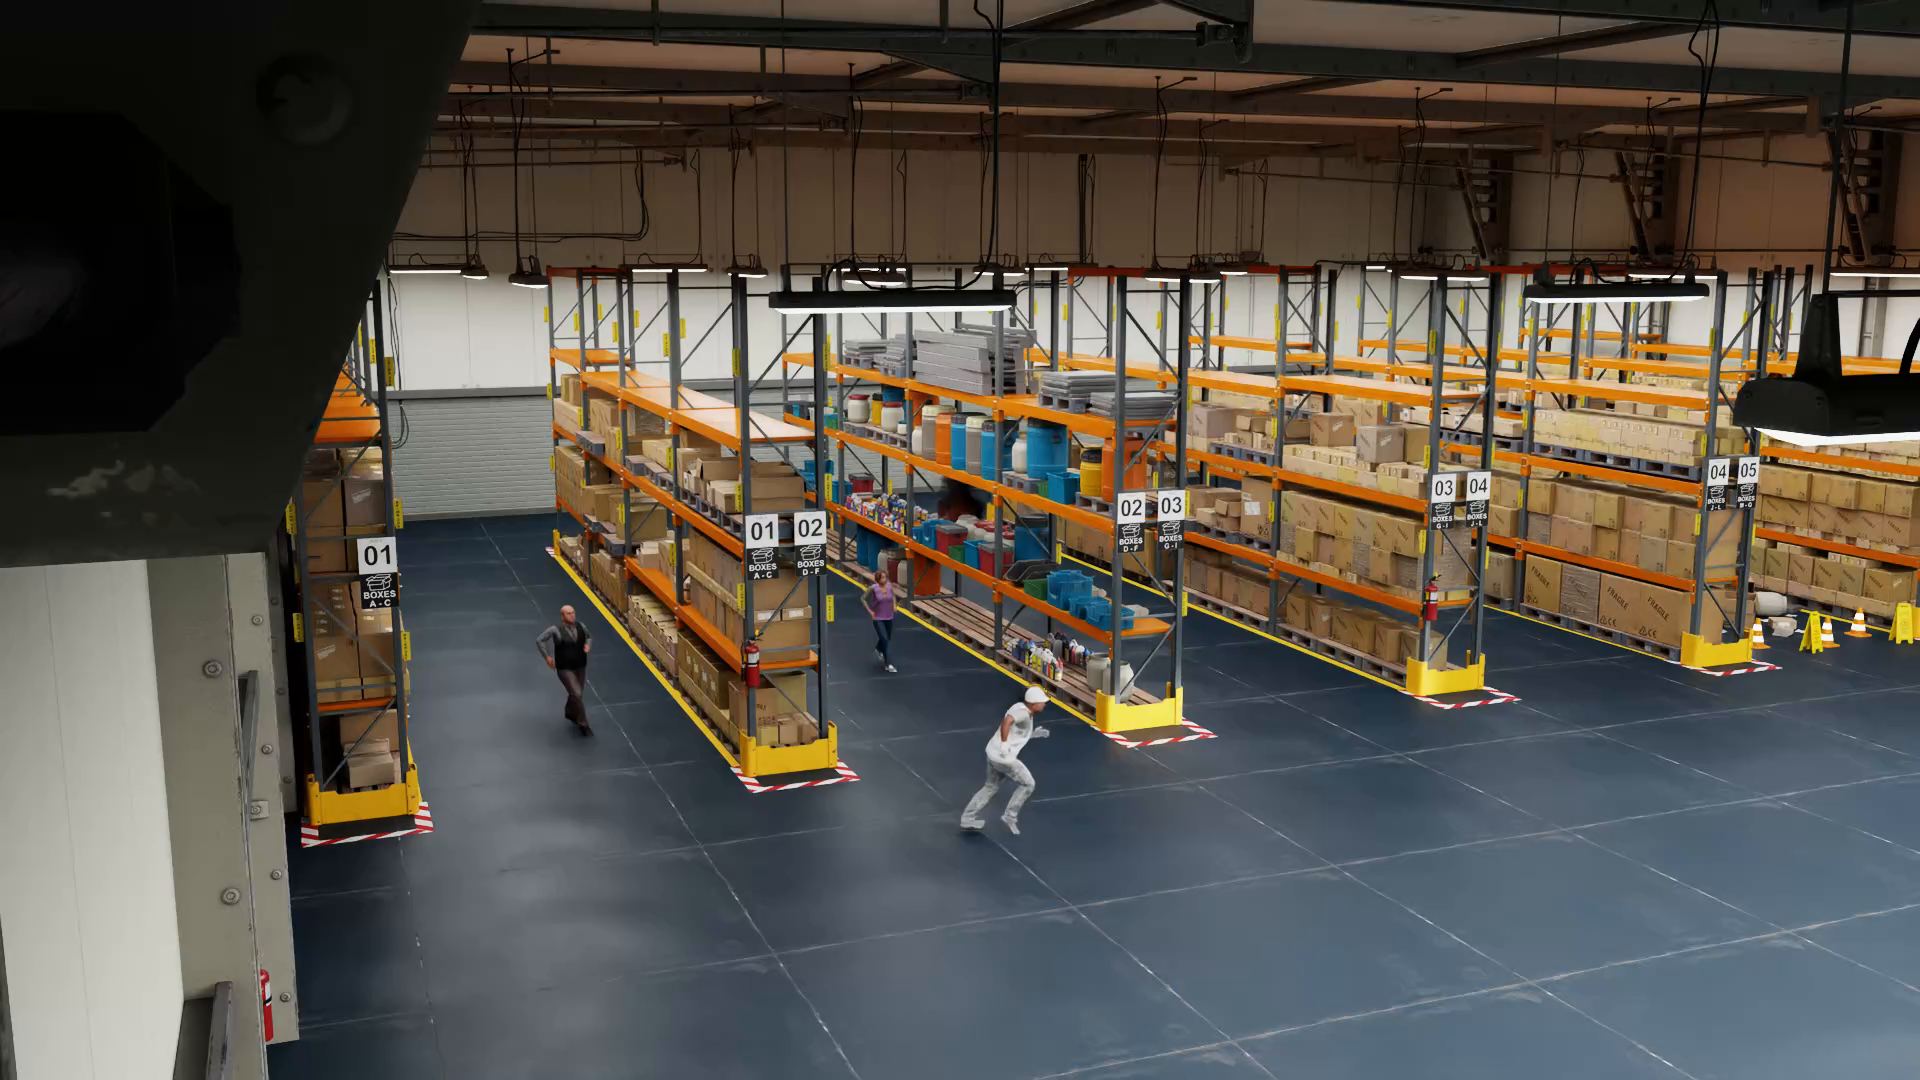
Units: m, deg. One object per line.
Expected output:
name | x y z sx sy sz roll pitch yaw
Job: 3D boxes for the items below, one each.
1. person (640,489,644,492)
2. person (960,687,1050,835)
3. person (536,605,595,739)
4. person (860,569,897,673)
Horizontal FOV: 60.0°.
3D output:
person | -7.038 -0.739 35.929 0.713 1.749 0.848 -5 11 -25
person | 0.498 2.428 18.088 0.993 1.683 0.728 -1 10 -4
person | -5.146 1.717 21.887 0.738 1.766 0.794 -10 14 -44
person | -1.241 1.187 25.254 0.560 1.568 0.779 -4 11 -22
